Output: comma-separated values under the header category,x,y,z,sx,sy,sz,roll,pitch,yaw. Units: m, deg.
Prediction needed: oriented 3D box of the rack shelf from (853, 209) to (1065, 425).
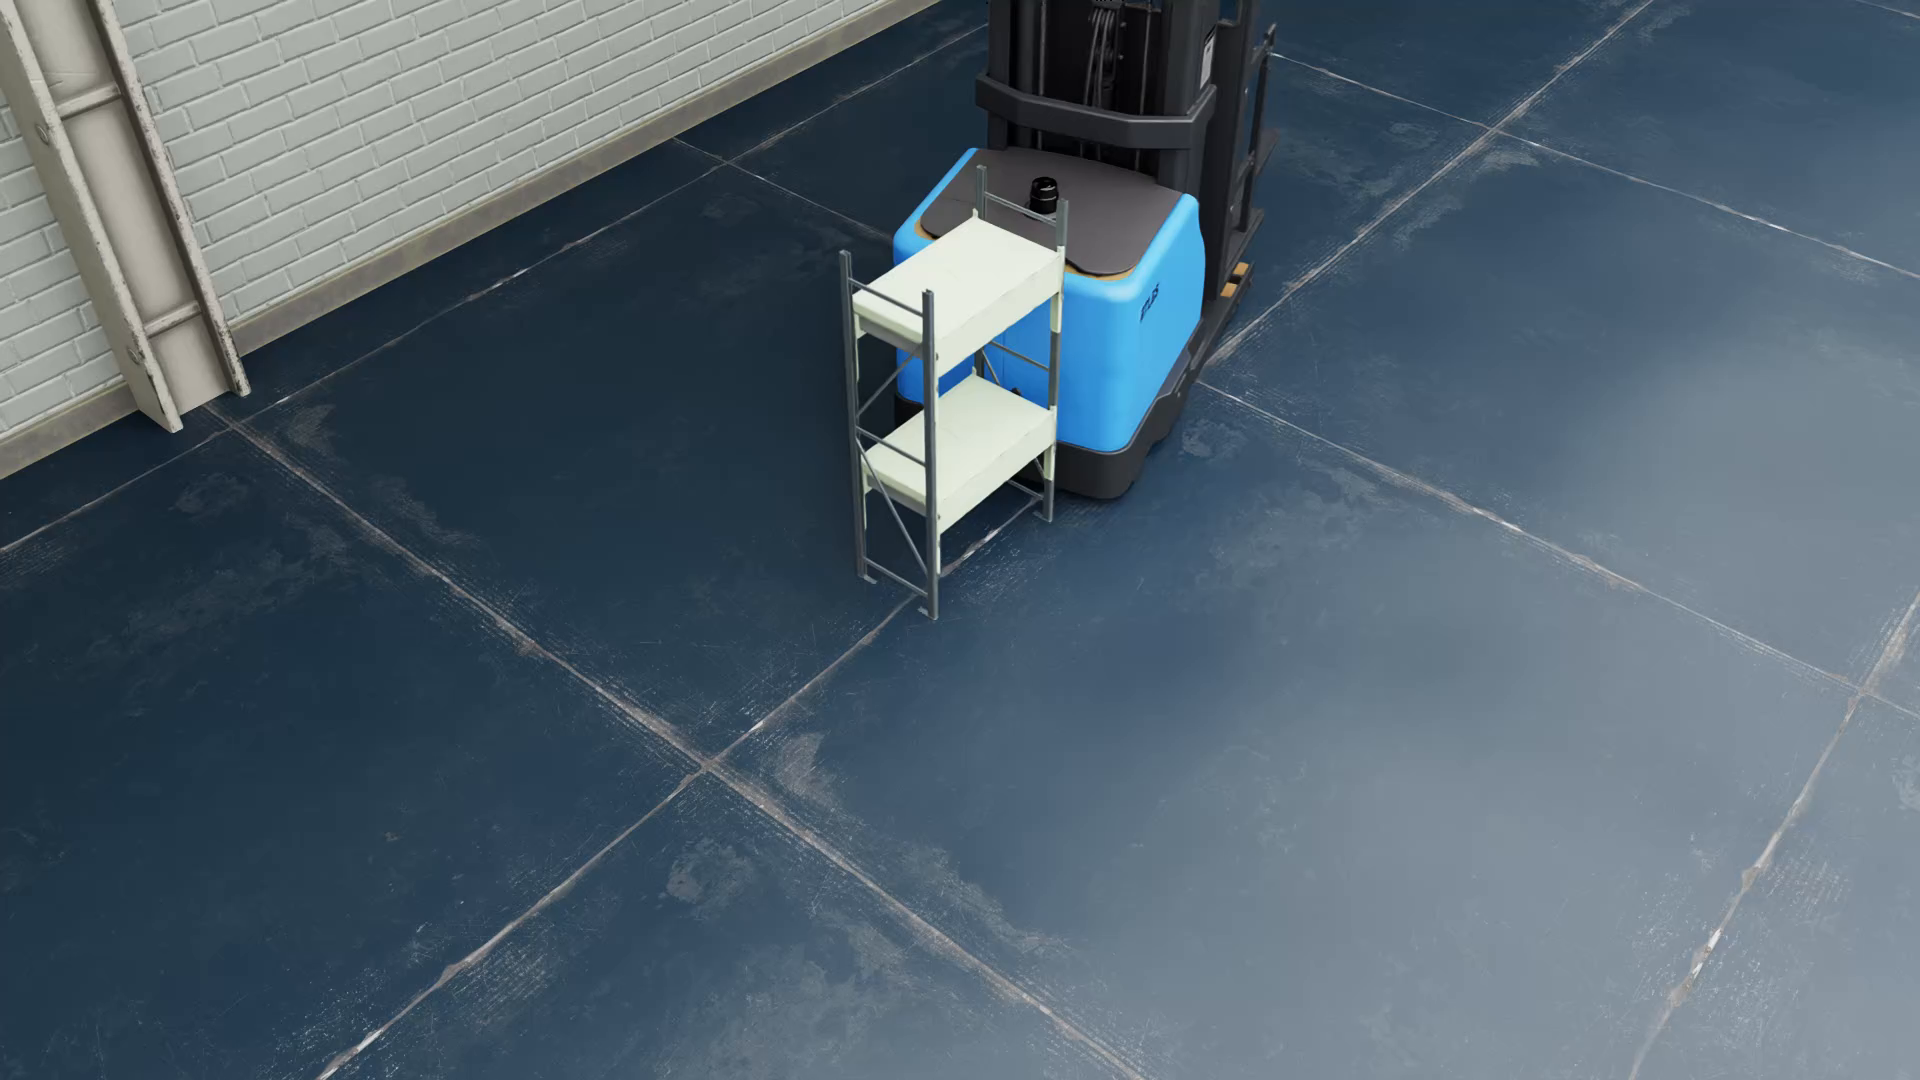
category,x,y,z,sx,sy,sz,roll,pitch,yaw
rack shelf,-0.014,-0.811,5.947,0.431,0.370,0.720,29,50,28

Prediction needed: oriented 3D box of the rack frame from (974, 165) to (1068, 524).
category,x,y,z,sx,sy,sz,roll,pitch,yaw
rack frame,0.218,-0.712,6.419,0.400,1.500,0.023,29,50,28

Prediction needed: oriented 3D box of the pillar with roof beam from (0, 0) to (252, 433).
category,x,y,z,sx,sy,sz,roll,pitch,yaw
pillar with roof beam,-0.136,-2.099,2.370,9.100,9.000,0.400,29,50,28

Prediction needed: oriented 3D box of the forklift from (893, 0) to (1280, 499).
category,x,y,z,sx,sy,sz,roll,pitch,yaw
forklift,0.776,-2.249,7.045,1.130,2.935,3.031,16,45,17

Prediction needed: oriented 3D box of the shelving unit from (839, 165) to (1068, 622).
category,x,y,z,sx,sy,sz,roll,pitch,yaw
shelving unit,-0.014,-0.522,6.209,0.431,1.500,0.755,29,50,28

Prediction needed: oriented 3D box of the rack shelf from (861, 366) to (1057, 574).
category,x,y,z,sx,sy,sz,roll,pitch,yaw
rack shelf,-0.014,-0.281,6.428,0.431,0.370,0.720,29,50,28

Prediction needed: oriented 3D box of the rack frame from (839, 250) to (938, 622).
category,x,y,z,sx,sy,sz,roll,pitch,yaw
rack frame,-0.246,-0.331,6.000,0.400,1.500,0.023,29,50,28
